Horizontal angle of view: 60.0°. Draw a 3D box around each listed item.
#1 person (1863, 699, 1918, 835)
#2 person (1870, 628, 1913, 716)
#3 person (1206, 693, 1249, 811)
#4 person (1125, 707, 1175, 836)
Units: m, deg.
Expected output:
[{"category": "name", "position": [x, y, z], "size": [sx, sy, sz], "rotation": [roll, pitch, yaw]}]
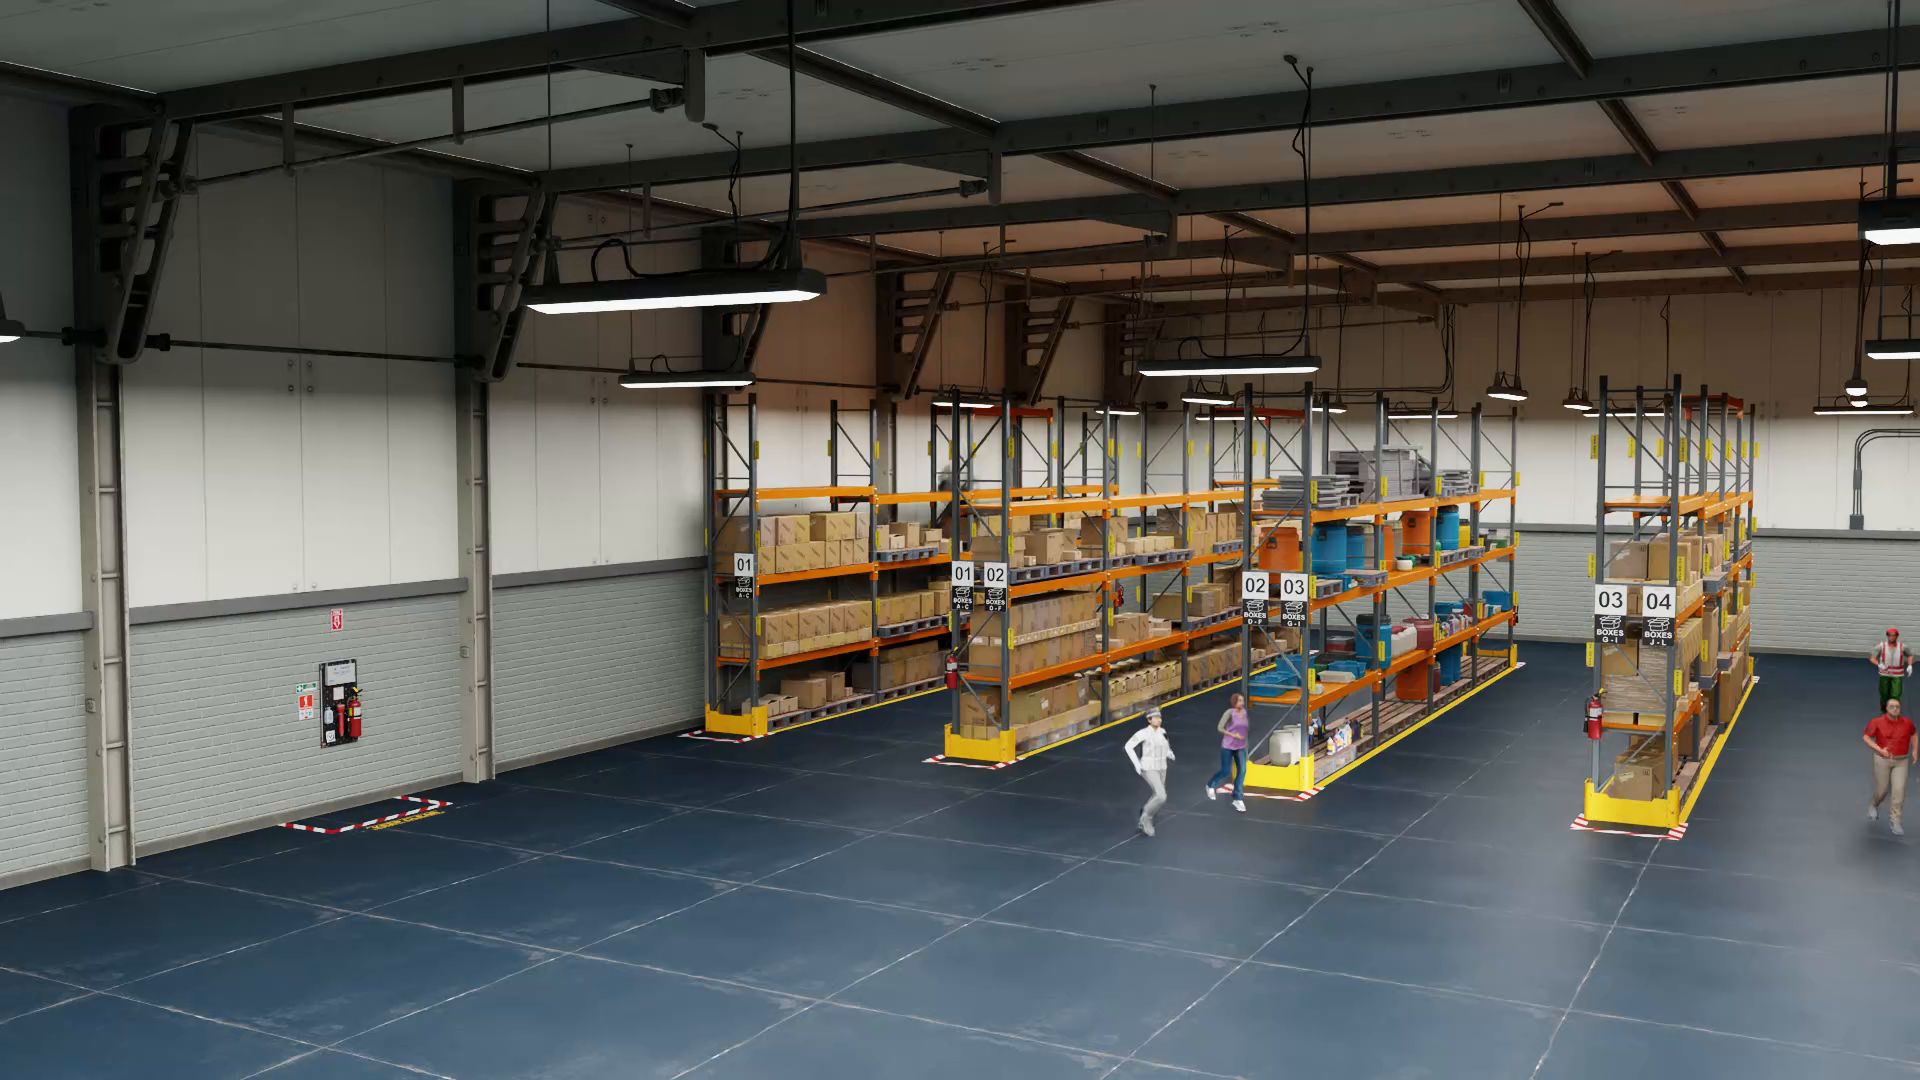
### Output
[{"category": "person", "position": [12.309, 2.963, 22.011], "size": [0.671, 1.738, 0.839], "rotation": [1, 3, 15]}, {"category": "person", "position": [16.863, 2.479, 30.106], "size": [0.685, 1.800, 0.872], "rotation": [2, 4, 28]}, {"category": "person", "position": [3.836, 2.941, 23.390], "size": [0.563, 1.606, 0.810], "rotation": [-2, 3, -27]}, {"category": "person", "position": [2.528, 2.989, 21.519], "size": [0.583, 1.673, 0.642], "rotation": [-3, 4, -39]}]
